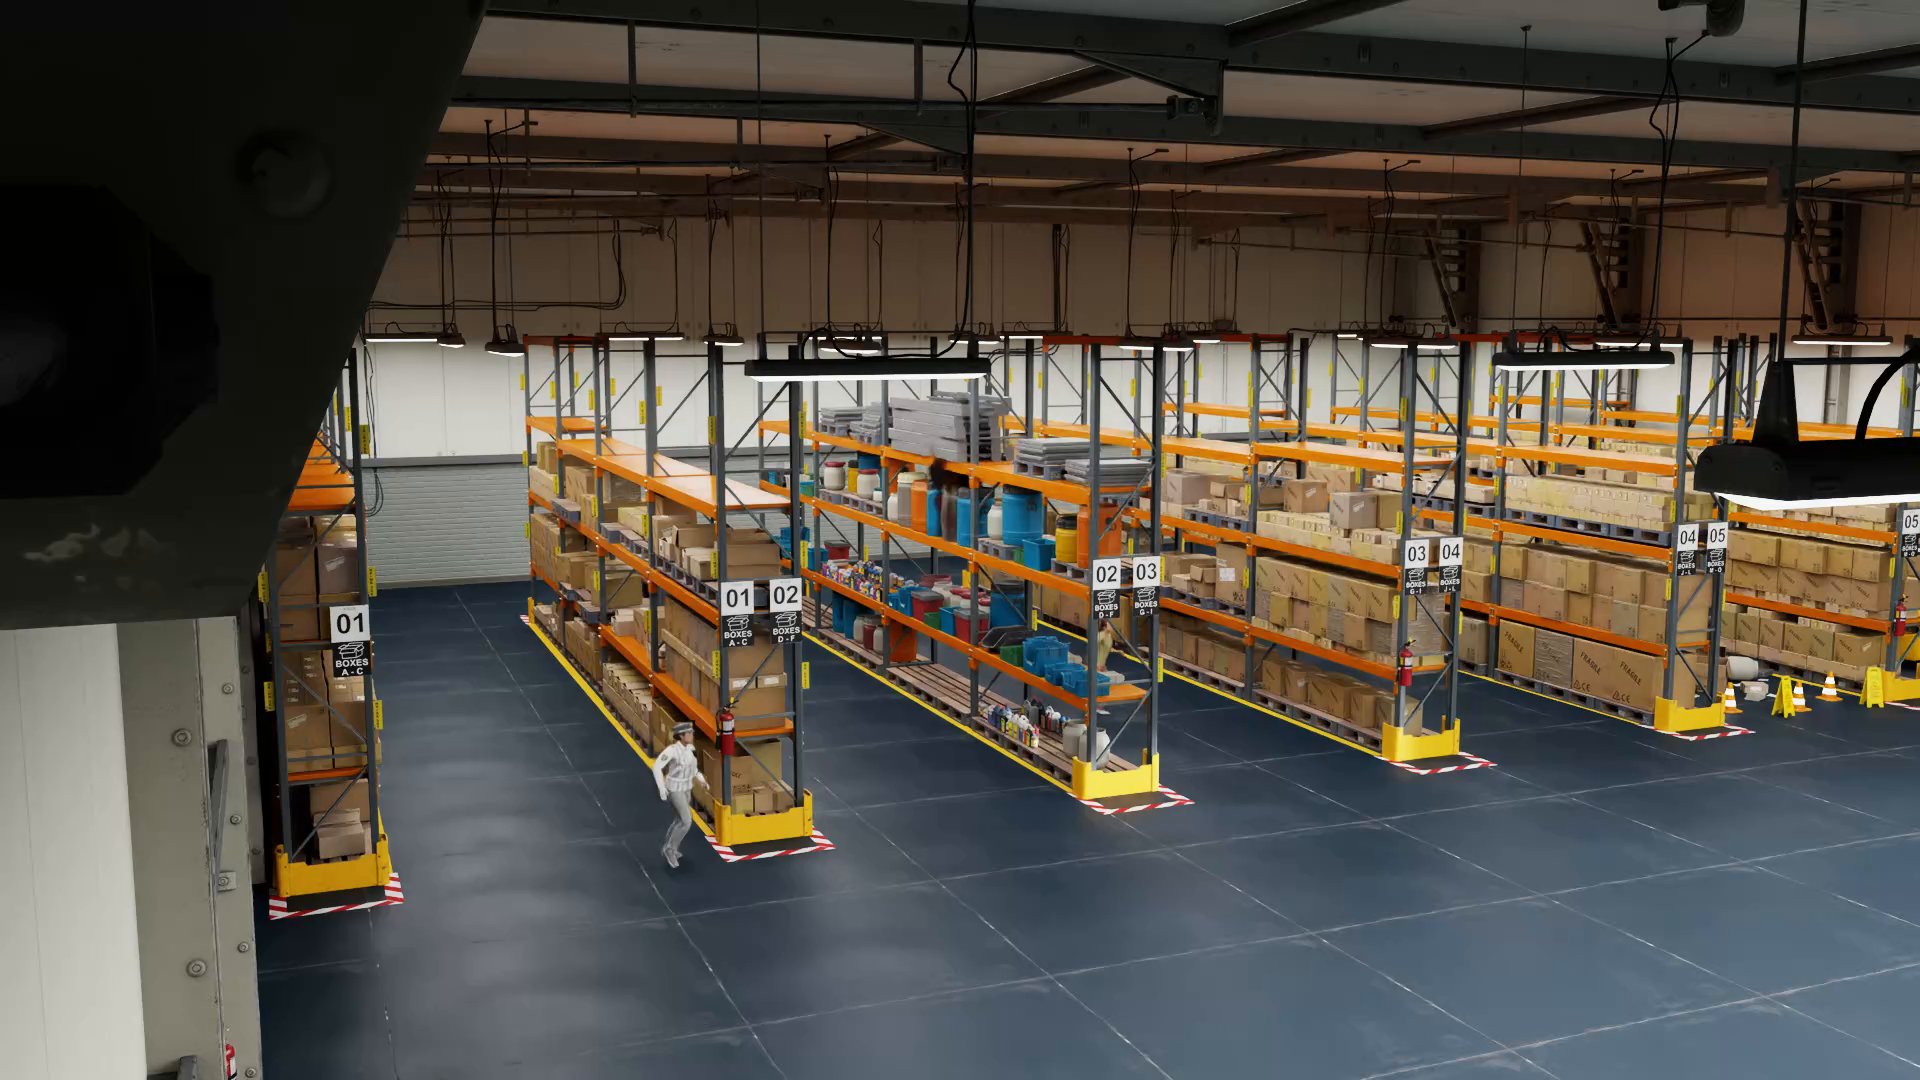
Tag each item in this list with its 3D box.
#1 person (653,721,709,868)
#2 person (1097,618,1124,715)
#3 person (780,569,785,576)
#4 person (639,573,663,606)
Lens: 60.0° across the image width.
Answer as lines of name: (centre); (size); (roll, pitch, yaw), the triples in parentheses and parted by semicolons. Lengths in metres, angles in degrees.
person: (-3.242, 2.960, 19.379); (0.653, 1.717, 0.595); (3, 8, 24)
person: (2.272, 2.007, 26.775); (0.740, 1.607, 0.628); (2, 8, 14)
person: (-3.373, 1.355, 31.355); (0.564, 1.630, 0.781); (-2, 8, -17)
person: (-6.381, 1.022, 34.344); (0.629, 1.600, 0.955); (-6, 10, -37)
